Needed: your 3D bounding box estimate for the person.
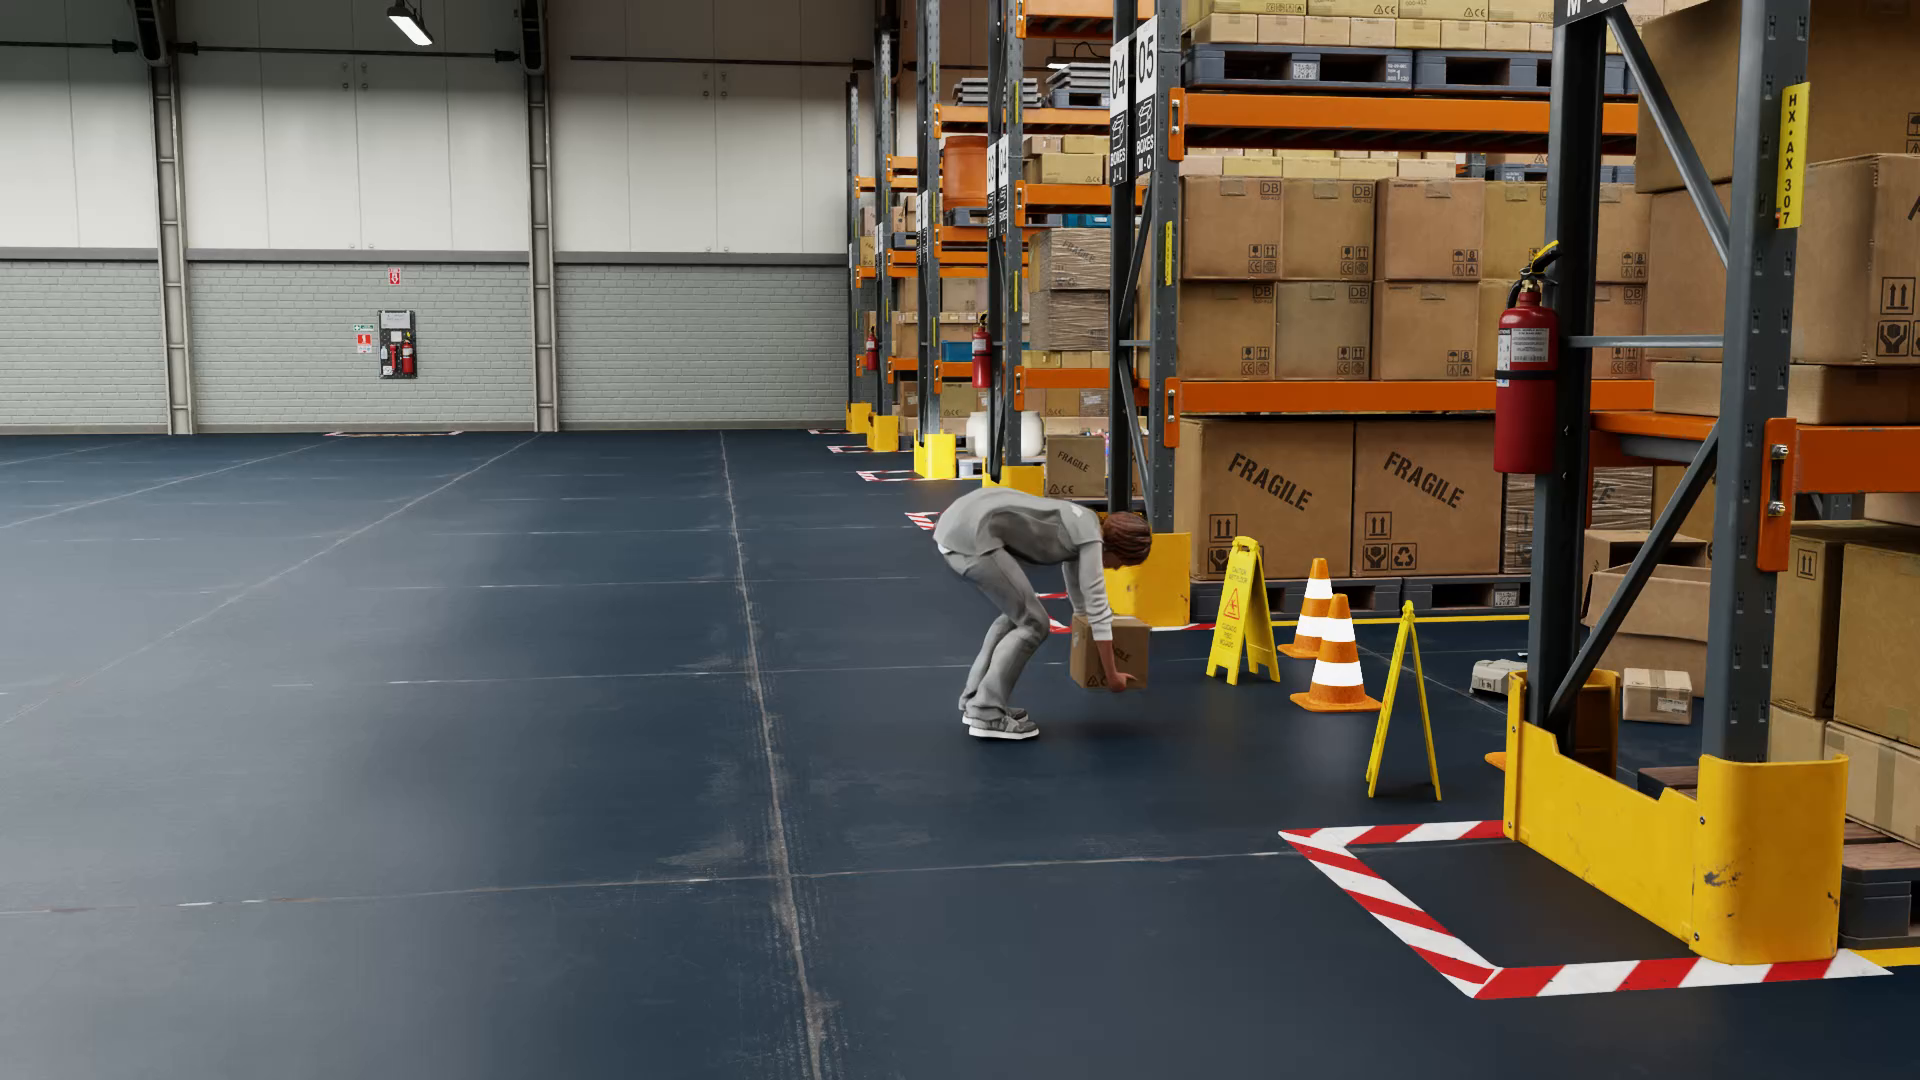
[{"bbox_3d":[0.328,0.271,6.460,0.868,0.959,0.409,-1,7,-11],"label":"person"}]
